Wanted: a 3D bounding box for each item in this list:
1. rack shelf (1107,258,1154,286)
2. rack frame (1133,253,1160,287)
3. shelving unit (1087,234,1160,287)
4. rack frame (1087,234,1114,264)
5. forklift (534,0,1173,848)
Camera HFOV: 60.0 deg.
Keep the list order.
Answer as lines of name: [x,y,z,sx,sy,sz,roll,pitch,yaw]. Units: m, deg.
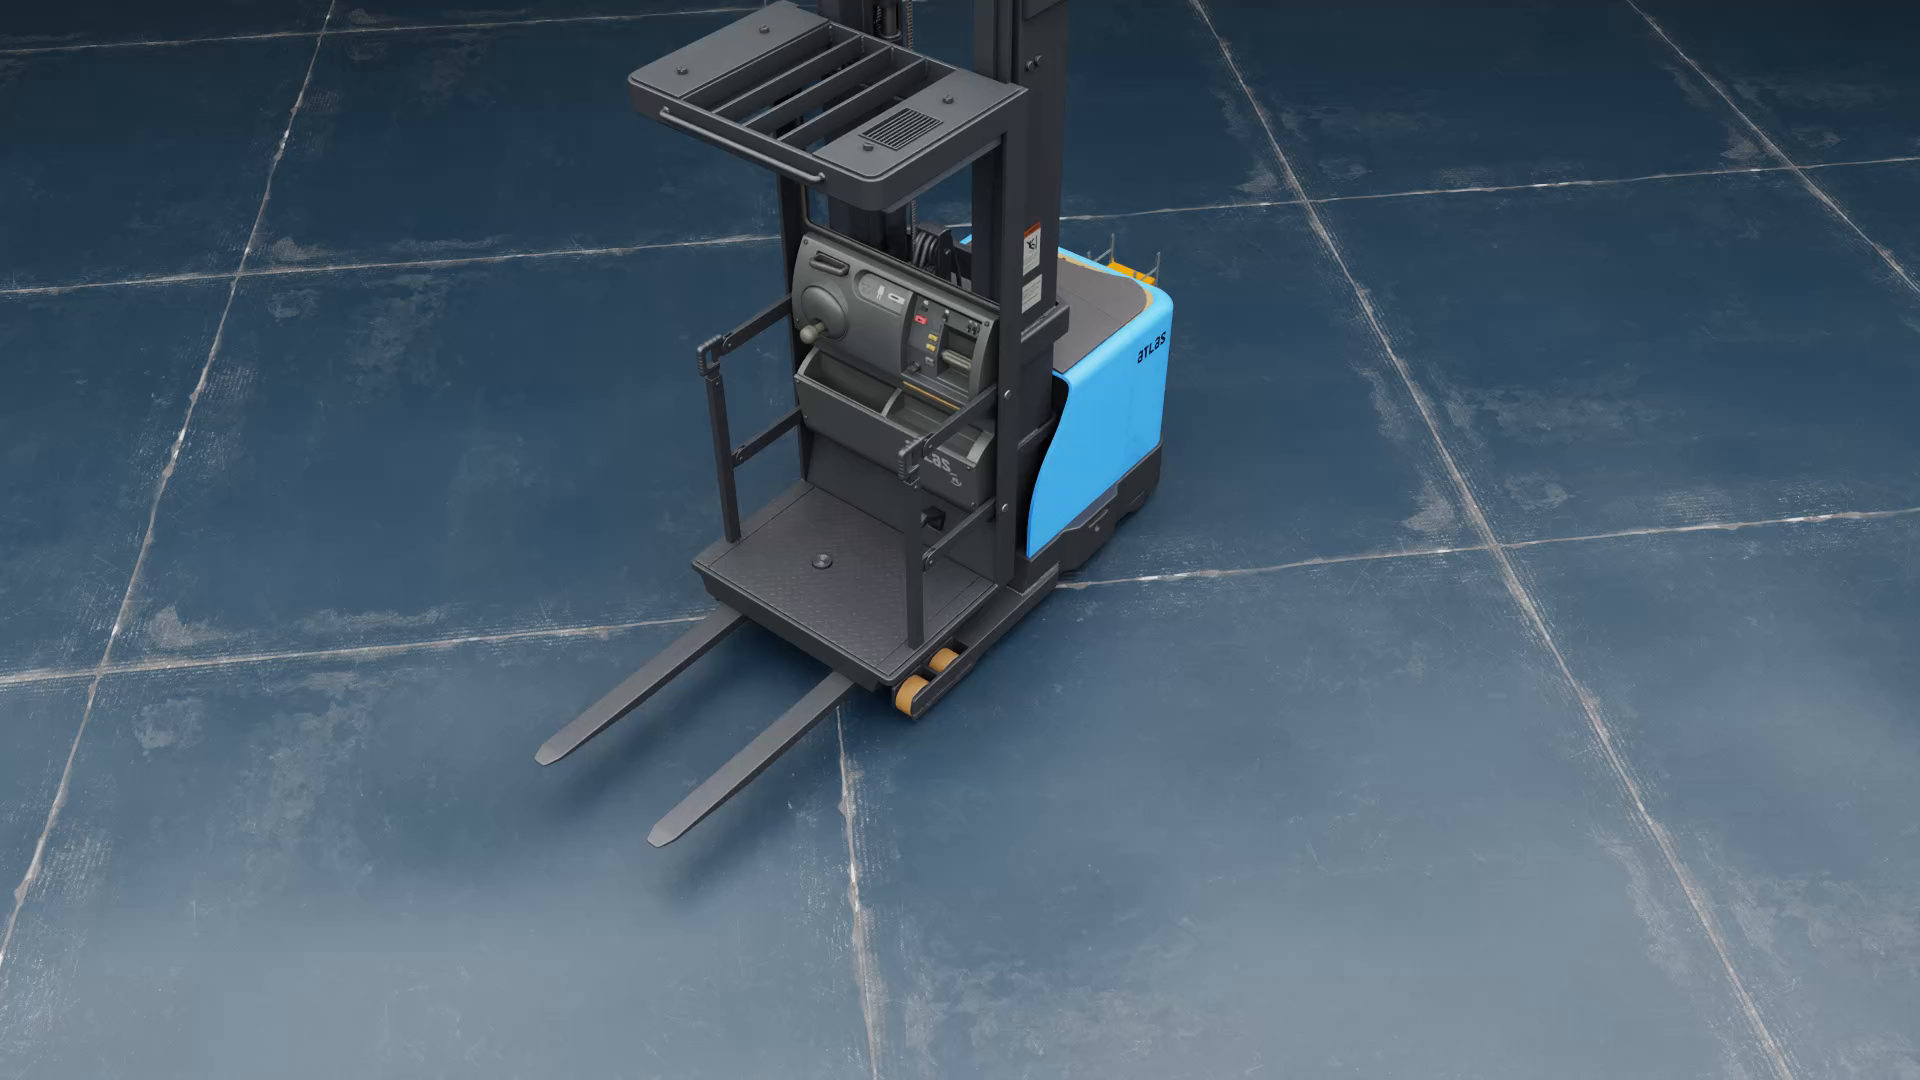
rack shelf: [0.718,-1.072,7.462,0.240,0.259,0.215,28,49,28]
rack frame: [0.814,-0.819,7.589,0.008,1.050,0.200,28,49,28]
shelving unit: [0.718,-0.869,7.645,0.252,1.050,0.215,28,49,28]
rack frame: [0.623,-0.920,7.702,0.008,1.050,0.200,28,49,28]
forklift: [-0.393,-0.758,6.118,1.130,2.935,3.031,28,49,28]
